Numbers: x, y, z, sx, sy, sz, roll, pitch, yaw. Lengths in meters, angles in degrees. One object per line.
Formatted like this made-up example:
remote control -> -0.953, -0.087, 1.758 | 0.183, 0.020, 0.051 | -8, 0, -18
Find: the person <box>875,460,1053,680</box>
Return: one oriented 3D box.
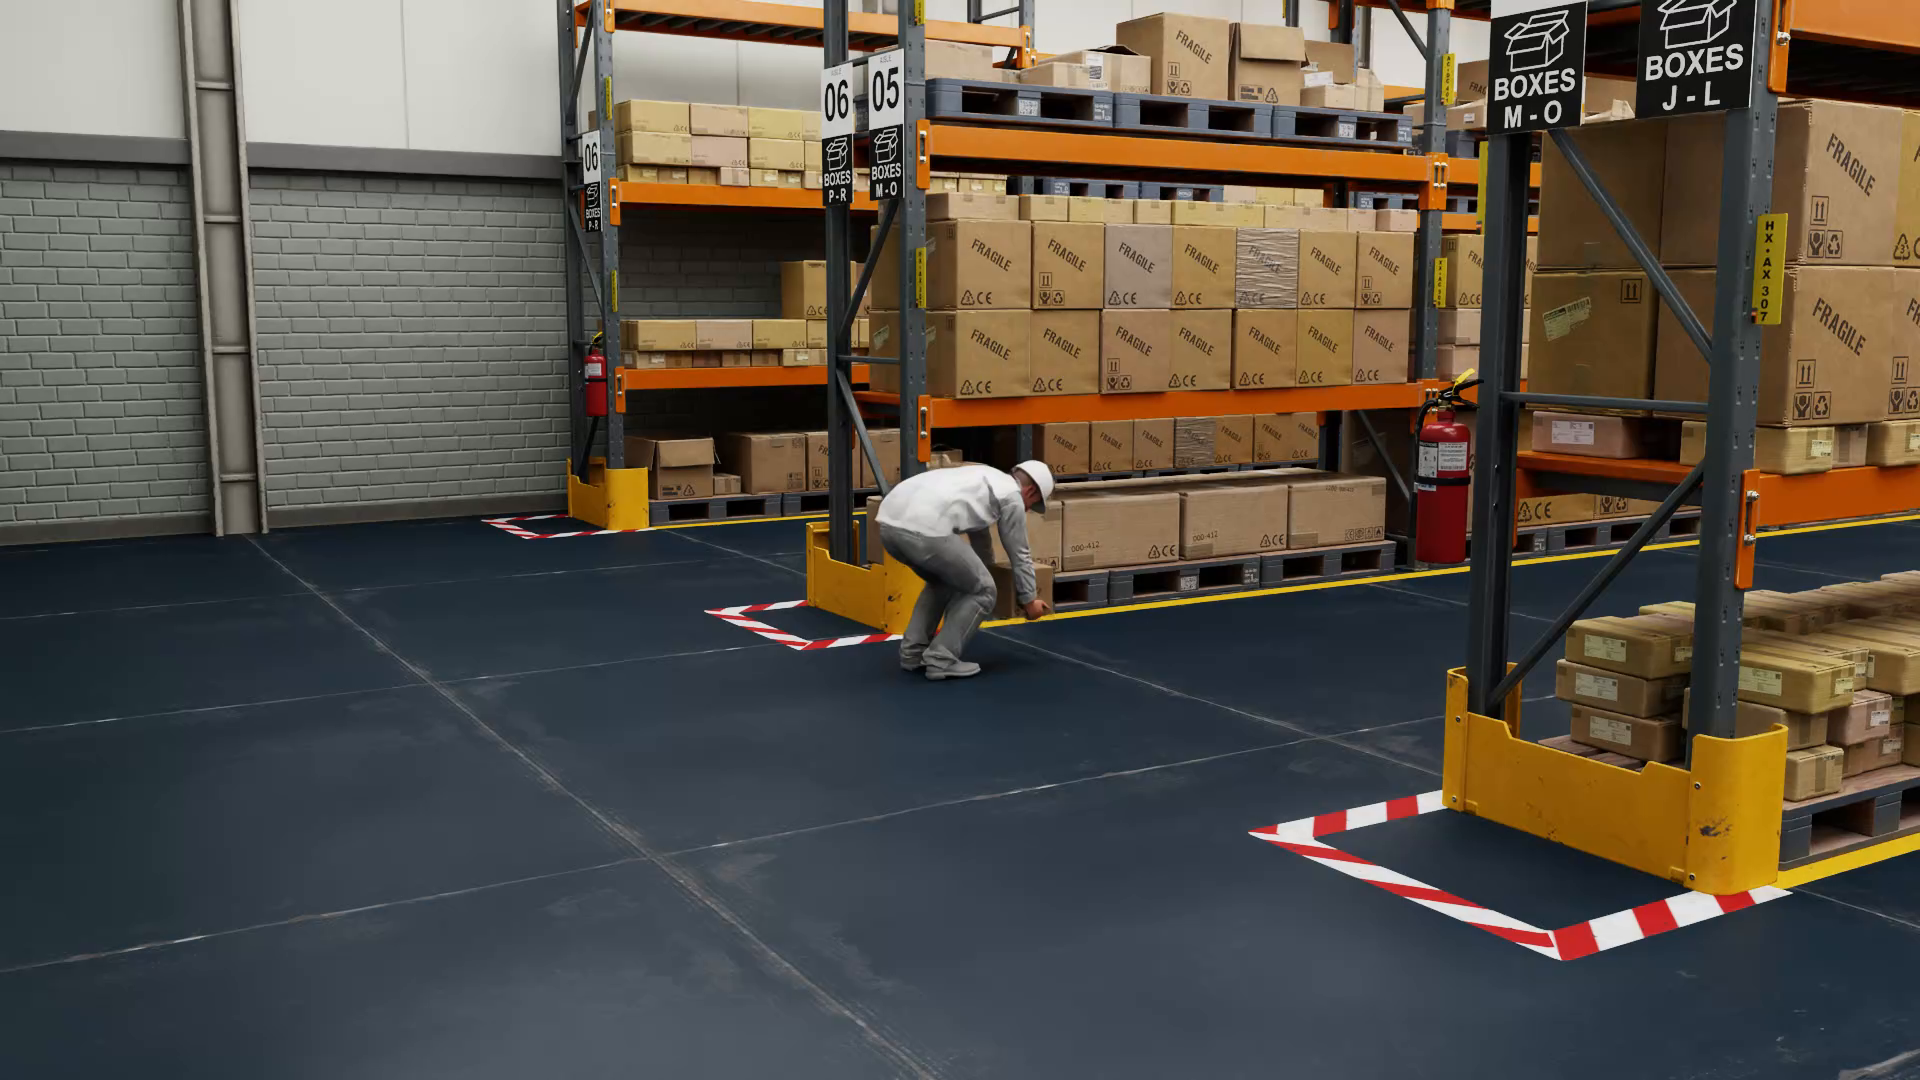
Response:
person -> 0.056, 0.135, 8.401 | 0.999, 1.036, 0.512 | -5, 10, -34
